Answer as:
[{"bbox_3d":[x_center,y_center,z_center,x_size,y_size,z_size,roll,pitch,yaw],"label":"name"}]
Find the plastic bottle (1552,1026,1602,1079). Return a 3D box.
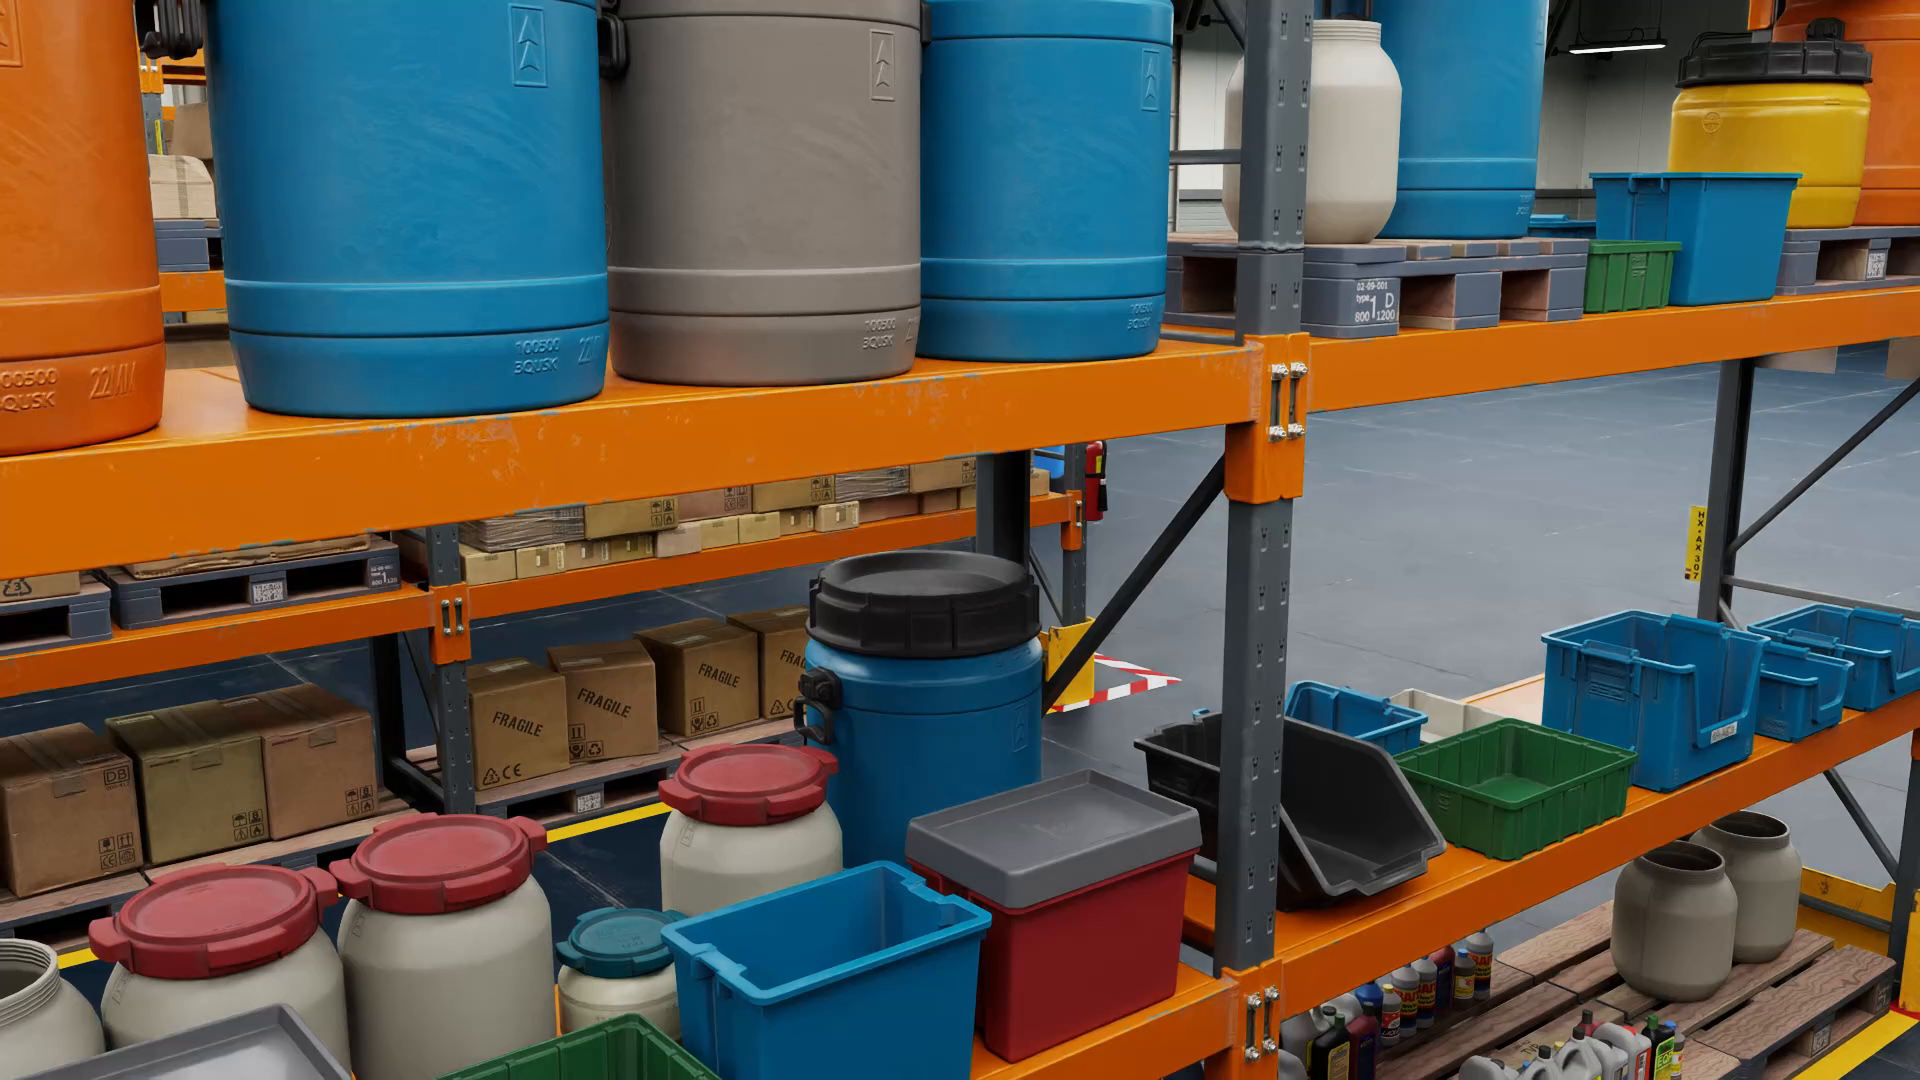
[{"bbox_3d":[1.914,1.701,5.213,0.185,0.351,0.144,-9,15,-35],"label":"plastic bottle"}]

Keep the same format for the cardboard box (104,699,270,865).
[{"bbox_3d":[-3.572,1.101,7.680,0.500,0.500,0.700,-10,15,-38],"label":"cardboard box"}]

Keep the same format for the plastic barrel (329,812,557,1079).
[{"bbox_3d":[-1.057,0.879,3.439,0.433,0.535,0.433,0,12,0],"label":"plastic barrel"}]

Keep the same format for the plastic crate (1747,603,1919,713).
[{"bbox_3d":[3.319,0.429,6.244,0.616,0.251,0.499,-9,15,-38],"label":"plastic crate"}]

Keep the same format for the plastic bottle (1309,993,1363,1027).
[{"bbox_3d":[1.254,1.662,5.581,0.135,0.276,0.152,-9,15,-37],"label":"plastic bottle"}]

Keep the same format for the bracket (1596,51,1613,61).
[{"bbox_3d":[15.850,-11.920,40.934,0.430,0.232,0.235,-9,15,-38],"label":"bracket"}]

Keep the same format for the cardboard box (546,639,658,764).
[{"bbox_3d":[-1.915,0.855,8.888,0.500,0.500,0.500,-4,13,-20],"label":"cardboard box"}]

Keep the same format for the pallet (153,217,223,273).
[{"bbox_3d":[-3.243,-1.354,7.514,1.003,0.211,1.213,-9,15,-38],"label":"pallet"}]

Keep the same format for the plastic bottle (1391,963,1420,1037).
[{"bbox_3d":[1.567,1.604,5.860,0.097,0.271,0.097,0,12,0],"label":"plastic bottle"}]

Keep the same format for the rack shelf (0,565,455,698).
[{"bbox_3d":[-4.256,0.570,6.955,4.000,0.370,1.077,-9,15,-38],"label":"rack shelf"}]

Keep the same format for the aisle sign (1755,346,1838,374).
[{"bbox_3d":[3.396,-1.086,6.761,0.004,0.787,0.394,-9,15,-38],"label":"aisle sign"}]

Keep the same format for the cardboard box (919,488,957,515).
[{"bbox_3d":[-0.228,-0.264,9.755,0.250,0.149,0.380,-9,15,-38],"label":"cardboard box"}]

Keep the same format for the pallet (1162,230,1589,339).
[{"bbox_3d":[0.902,-0.722,4.542,1.003,0.211,1.213,-9,15,-38],"label":"pallet"}]

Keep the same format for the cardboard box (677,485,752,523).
[{"bbox_3d":[-1.565,-0.425,8.950,0.500,0.500,0.875,-9,15,-38],"label":"cardboard box"}]

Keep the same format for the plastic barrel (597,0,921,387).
[{"bbox_3d":[-0.373,-0.764,3.079,0.600,0.901,0.600,0,12,0],"label":"plastic barrel"}]

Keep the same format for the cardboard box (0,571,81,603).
[{"bbox_3d":[-3.990,-0.057,6.918,0.637,0.503,0.797,-8,14,-32],"label":"cardboard box"}]

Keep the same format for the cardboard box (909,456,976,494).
[{"bbox_3d":[-0.333,-0.604,9.793,0.500,0.500,0.875,-9,15,-38],"label":"cardboard box"}]

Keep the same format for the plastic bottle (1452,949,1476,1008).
[{"bbox_3d":[1.832,1.595,6.075,0.097,0.201,0.097,0,12,0],"label":"plastic bottle"}]

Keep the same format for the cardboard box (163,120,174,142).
[{"bbox_3d":[-5.628,-2.947,11.997,0.250,0.149,0.380,-10,15,-38],"label":"cardboard box"}]

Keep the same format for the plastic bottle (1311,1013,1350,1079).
[{"bbox_3d":[1.209,1.692,5.421,0.133,0.283,0.061,-9,15,-38],"label":"plastic bottle"}]

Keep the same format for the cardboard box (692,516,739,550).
[{"bbox_3d":[-1.378,-0.064,8.812,0.250,0.149,0.380,-9,15,-38],"label":"cardboard box"}]

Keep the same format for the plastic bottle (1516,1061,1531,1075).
[{"bbox_3d":[1.804,1.760,5.294,0.097,0.201,0.097,0,12,0],"label":"plastic bottle"}]

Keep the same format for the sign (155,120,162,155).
[{"bbox_3d":[-5.368,-2.646,11.146,0.005,0.325,0.100,-9,15,-38],"label":"sign"}]

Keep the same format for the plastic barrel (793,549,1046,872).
[{"bbox_3d":[-0.091,0.518,4.262,0.708,0.901,0.600,-9,15,-38],"label":"plastic barrel"}]

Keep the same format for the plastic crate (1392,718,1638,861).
[{"bbox_3d":[1.636,0.735,4.955,0.662,0.188,0.450,-9,15,-38],"label":"plastic crate"}]

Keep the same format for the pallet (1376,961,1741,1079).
[{"bbox_3d":[1.903,1.886,5.737,1.213,0.211,1.003,-9,15,-38],"label":"pallet"}]

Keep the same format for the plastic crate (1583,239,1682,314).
[{"bbox_3d":[1.802,-0.762,4.786,0.450,0.188,0.336,-9,15,-38],"label":"plastic crate"}]

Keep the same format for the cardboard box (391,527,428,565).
[{"bbox_3d":[-2.710,0.006,8.484,0.250,0.149,0.380,-9,15,-38],"label":"cardboard box"}]

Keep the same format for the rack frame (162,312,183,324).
[{"bbox_3d":[-5.714,-0.859,11.952,0.127,3.000,1.000,-9,15,-38],"label":"rack frame"}]

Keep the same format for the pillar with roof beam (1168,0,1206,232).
[{"bbox_3d":[6.772,-7.600,29.256,0.548,9.000,9.100,-9,15,-38],"label":"pillar with roof beam"}]

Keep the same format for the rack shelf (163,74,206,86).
[{"bbox_3d":[-7.324,-4.489,16.346,4.000,0.370,1.077,-9,15,-38],"label":"rack shelf"}]

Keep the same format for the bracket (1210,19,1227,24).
[{"bbox_3d":[6.654,-10.392,33.738,4.783,0.066,0.076,-9,15,-38],"label":"bracket"}]

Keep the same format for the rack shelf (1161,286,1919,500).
[{"bbox_3d":[1.961,-0.613,5.304,4.000,0.370,1.077,-9,15,-38],"label":"rack shelf"}]

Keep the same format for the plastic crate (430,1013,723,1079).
[{"bbox_3d":[-0.784,1.137,3.061,0.662,0.188,0.450,-9,15,-38],"label":"plastic crate"}]

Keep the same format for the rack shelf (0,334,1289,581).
[{"bbox_3d":[-1.162,-0.094,2.860,4.000,0.370,1.077,-9,15,-38],"label":"rack shelf"}]

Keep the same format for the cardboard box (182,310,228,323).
[{"bbox_3d":[-5.405,-1.503,12.024,0.550,0.550,0.875,-9,15,-38],"label":"cardboard box"}]

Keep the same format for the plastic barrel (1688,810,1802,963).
[{"bbox_3d":[3.057,1.352,6.517,0.421,0.512,0.421,0,12,0],"label":"plastic barrel"}]

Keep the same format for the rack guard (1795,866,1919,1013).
[{"bbox_3d":[3.493,1.483,6.940,0.348,0.500,1.175,-9,15,-38],"label":"rack guard"}]

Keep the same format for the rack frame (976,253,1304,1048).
[{"bbox_3d":[0.400,0.762,4.319,0.127,3.000,1.000,-9,15,-38],"label":"rack frame"}]

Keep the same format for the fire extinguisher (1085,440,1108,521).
[{"bbox_3d":[0.806,-0.463,10.272,0.183,0.674,0.296,-9,15,-38],"label":"fire extinguisher"}]

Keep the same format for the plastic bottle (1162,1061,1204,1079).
[{"bbox_3d":[0.722,1.712,5.162,0.185,0.351,0.144,-10,16,-39],"label":"plastic bottle"}]

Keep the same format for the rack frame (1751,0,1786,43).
[{"bbox_3d":[3.523,-2.692,6.140,0.127,3.000,1.000,-9,15,-38],"label":"rack frame"}]

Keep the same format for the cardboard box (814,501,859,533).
[{"bbox_3d":[-0.770,-0.155,9.244,0.250,0.149,0.380,-9,15,-38],"label":"cardboard box"}]

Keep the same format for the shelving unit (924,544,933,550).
[{"bbox_3d":[-0.005,-0.549,15.008,1.048,1.125,0.538,-9,15,-38],"label":"shelving unit"}]

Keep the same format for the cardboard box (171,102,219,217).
[{"bbox_3d":[-3.123,-1.720,7.525,0.637,0.503,0.797,-10,16,-40],"label":"cardboard box"}]

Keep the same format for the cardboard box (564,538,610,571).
[{"bbox_3d":[-1.958,0.035,8.347,0.250,0.149,0.380,-9,15,-38],"label":"cardboard box"}]

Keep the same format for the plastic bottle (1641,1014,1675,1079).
[{"bbox_3d":[2.283,1.684,5.457,0.133,0.283,0.061,-9,15,-36],"label":"plastic bottle"}]

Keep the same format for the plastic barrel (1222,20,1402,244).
[{"bbox_3d":[0.859,-0.989,4.065,0.421,0.512,0.421,0,12,0],"label":"plastic barrel"}]

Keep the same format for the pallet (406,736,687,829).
[{"bbox_3d":[-2.192,1.230,8.829,1.213,0.211,1.003,-9,15,-38],"label":"pallet"}]

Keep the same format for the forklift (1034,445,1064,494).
[{"bbox_3d":[0.868,-2.066,17.800,1.130,2.935,3.031,3,12,14],"label":"forklift"}]
